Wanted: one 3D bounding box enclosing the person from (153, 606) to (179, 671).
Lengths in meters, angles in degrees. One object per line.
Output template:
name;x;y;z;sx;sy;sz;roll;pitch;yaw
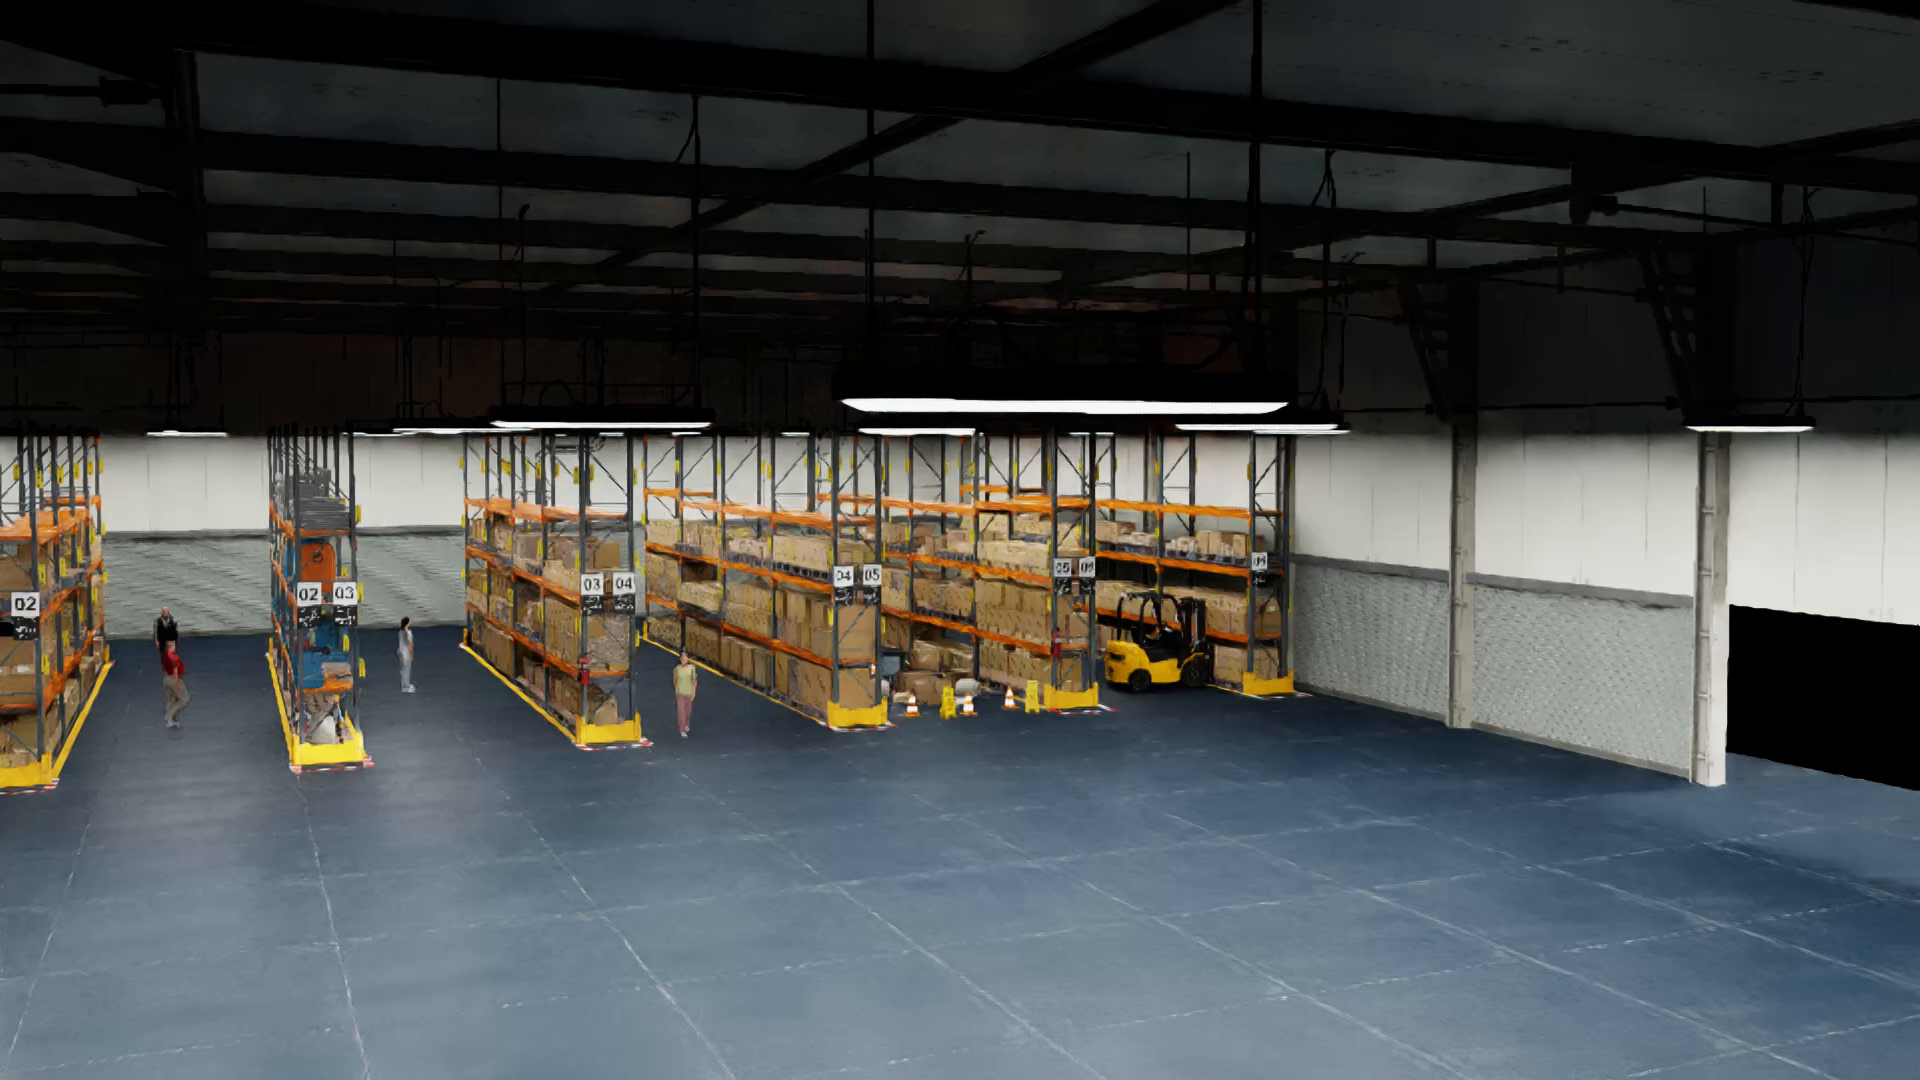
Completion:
person;-19.252;2.426;40.314;0.543;1.648;1.115;-1;4;-21

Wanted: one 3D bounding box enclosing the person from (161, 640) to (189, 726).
person;-15.617;2.845;32.965;0.586;1.724;0.461;3;5;40

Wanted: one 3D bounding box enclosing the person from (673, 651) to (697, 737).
person;-5.280;2.941;31.984;0.435;1.616;0.997;-1;4;-19

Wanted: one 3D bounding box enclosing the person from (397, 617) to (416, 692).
person;-12.493;2.573;37.624;0.538;1.674;0.454;3;5;41
